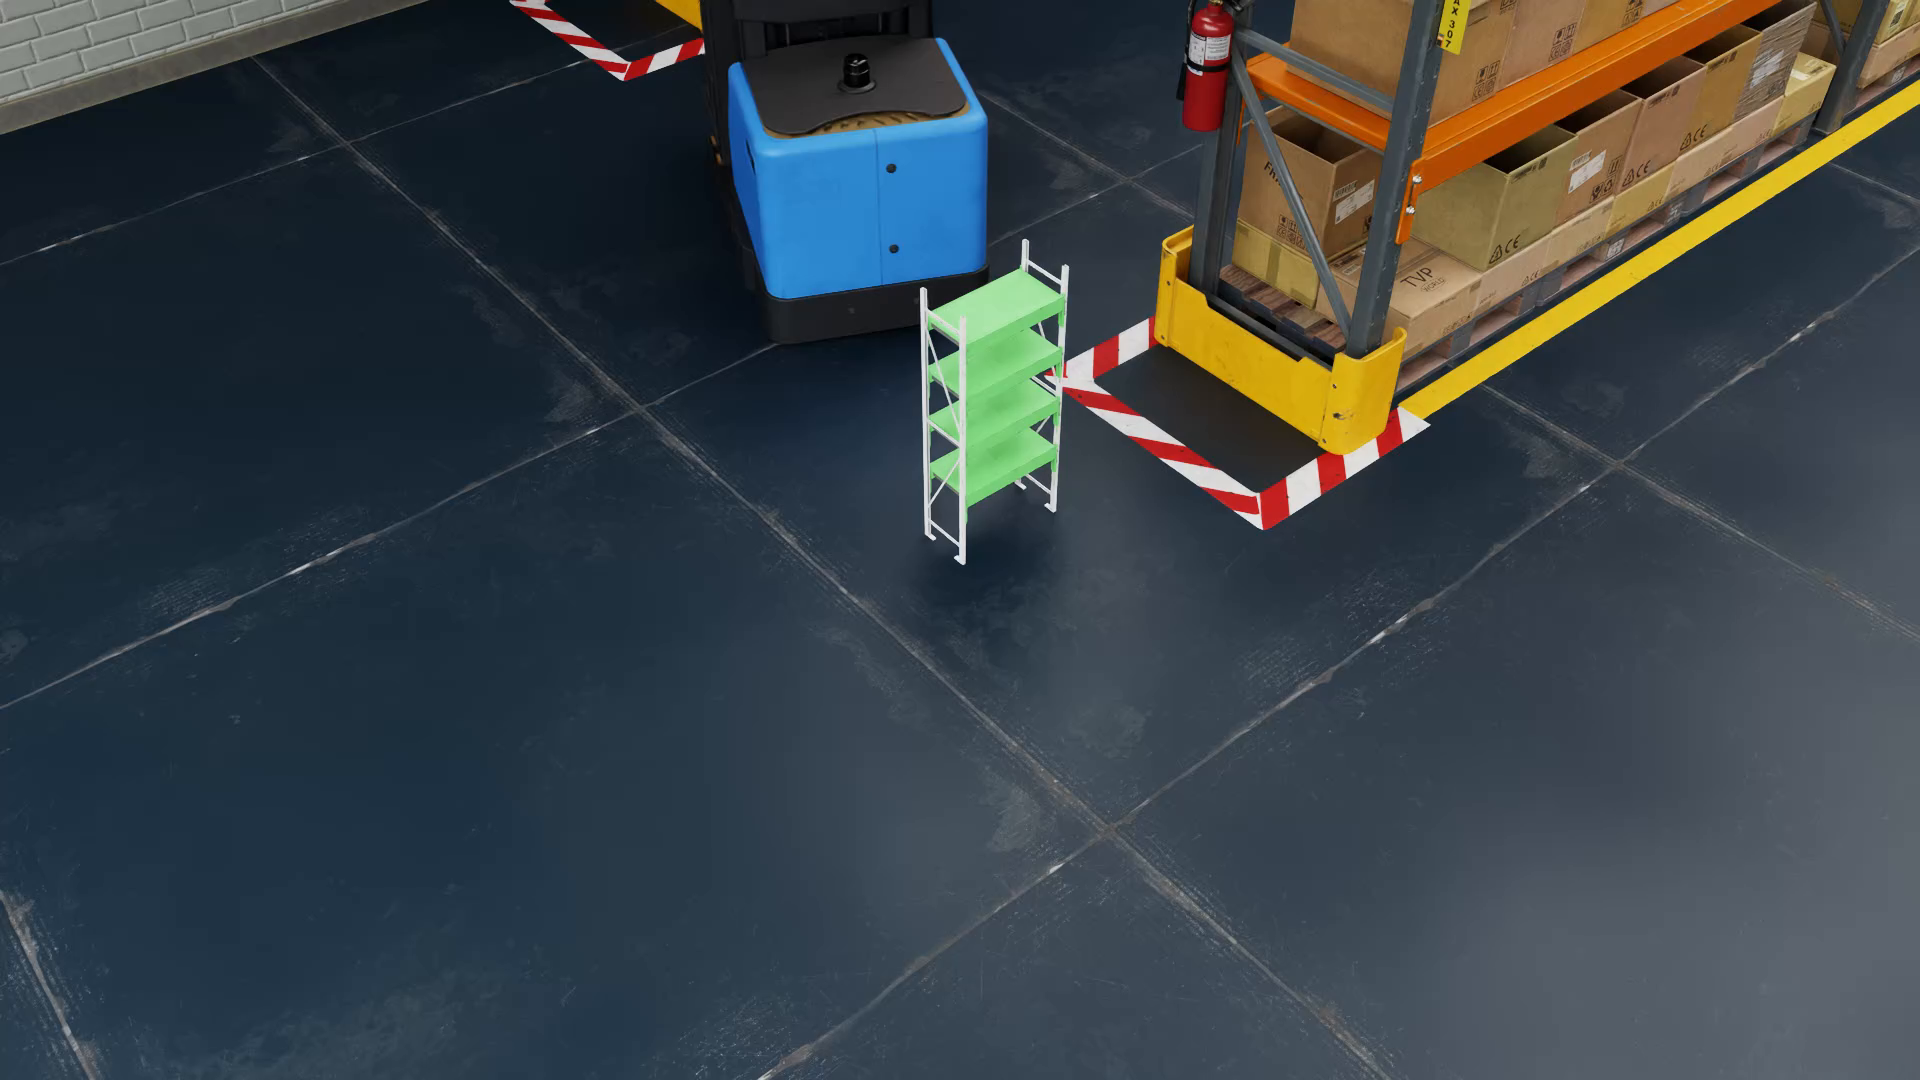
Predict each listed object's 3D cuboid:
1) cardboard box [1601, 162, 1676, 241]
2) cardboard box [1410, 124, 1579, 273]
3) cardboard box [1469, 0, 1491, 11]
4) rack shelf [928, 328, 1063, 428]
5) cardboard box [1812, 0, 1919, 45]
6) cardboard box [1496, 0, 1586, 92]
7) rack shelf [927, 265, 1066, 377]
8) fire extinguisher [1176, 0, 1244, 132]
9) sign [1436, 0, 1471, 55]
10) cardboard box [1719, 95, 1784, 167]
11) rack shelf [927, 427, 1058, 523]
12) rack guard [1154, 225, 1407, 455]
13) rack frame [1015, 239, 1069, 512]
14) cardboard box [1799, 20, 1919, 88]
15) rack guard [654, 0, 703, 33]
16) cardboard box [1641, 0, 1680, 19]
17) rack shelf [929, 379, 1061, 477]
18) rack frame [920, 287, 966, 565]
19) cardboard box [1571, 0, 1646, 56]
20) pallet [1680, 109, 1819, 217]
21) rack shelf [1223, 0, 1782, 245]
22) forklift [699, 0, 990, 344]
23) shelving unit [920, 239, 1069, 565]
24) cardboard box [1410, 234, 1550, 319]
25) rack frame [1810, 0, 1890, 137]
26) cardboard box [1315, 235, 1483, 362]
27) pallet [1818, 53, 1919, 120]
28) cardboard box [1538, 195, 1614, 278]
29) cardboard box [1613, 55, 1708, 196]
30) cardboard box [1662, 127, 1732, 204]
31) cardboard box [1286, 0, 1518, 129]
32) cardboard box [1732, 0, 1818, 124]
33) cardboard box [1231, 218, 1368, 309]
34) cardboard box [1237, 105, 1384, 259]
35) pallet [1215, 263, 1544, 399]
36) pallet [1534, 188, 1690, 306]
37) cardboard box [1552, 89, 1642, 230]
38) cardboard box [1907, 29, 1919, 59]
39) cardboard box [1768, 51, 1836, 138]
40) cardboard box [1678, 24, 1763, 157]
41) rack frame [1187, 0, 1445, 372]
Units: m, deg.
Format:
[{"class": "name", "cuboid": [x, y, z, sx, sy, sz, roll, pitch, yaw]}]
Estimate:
[{"class": "cardboard box", "cuboid": [3.109, -1.759, 8.134, 0.500, 0.250, 0.500, -30, 51, -28]}, {"class": "cardboard box", "cuboid": [2.339, -1.595, 7.412, 0.500, 0.500, 0.500, -30, 51, -28]}, {"class": "cardboard box", "cuboid": [1.842, -2.164, 6.316, 0.250, 0.149, 0.380, -30, 51, -28]}, {"class": "rack shelf", "cuboid": [0.127, -0.638, 6.296, 0.480, 0.148, 0.258, -30, 51, -28]}, {"class": "cardboard box", "cuboid": [4.948, -2.995, 9.040, 0.500, 0.311, 0.500, -30, 51, -28]}, {"class": "cardboard box", "cuboid": [2.169, -2.300, 6.935, 0.500, 0.500, 0.700, -28, 50, -27]}, {"class": "rack shelf", "cuboid": [0.127, -0.813, 6.132, 0.480, 0.148, 0.258, -30, 51, -28]}, {"class": "fire extinguisher", "cuboid": [1.014, -1.996, 6.740, 0.183, 0.674, 0.296, -30, 51, -28]}, {"class": "sign", "cuboid": [1.754, -1.882, 5.873, 0.005, 0.325, 0.100, -30, 51, -28]}, {"class": "cardboard box", "cuboid": [3.866, -2.207, 8.610, 0.500, 0.250, 0.500, -30, 51, -28]}, {"class": "rack shelf", "cuboid": [0.127, -0.289, 6.625, 0.480, 0.148, 0.258, -30, 51, -28]}, {"class": "rack guard", "cuboid": [1.384, -0.910, 7.354, 0.348, 0.500, 1.175, -30, 51, -28]}, {"class": "rack frame", "cuboid": [0.314, -0.617, 6.531, 0.015, 1.200, 0.240, -30, 51, -28]}, {"class": "cardboard box", "cuboid": [4.939, -2.787, 9.228, 0.500, 0.250, 0.500, -31, 51, -29]}, {"class": "rack guard", "cuboid": [-1.720, -3.554, 10.169, 0.348, 0.500, 1.175, -30, 51, -28]}, {"class": "cardboard box", "cuboid": [2.955, -2.748, 7.412, 0.500, 0.500, 0.700, -28, 50, -27]}, {"class": "rack shelf", "cuboid": [0.127, -0.463, 6.460, 0.480, 0.148, 0.258, -30, 51, -28]}, {"class": "rack frame", "cuboid": [-0.060, -0.403, 6.303, 0.015, 1.200, 0.240, -30, 51, -28]}, {"class": "cardboard box", "cuboid": [2.554, -2.515, 7.164, 0.500, 0.500, 0.700, -29, 51, -28]}, {"class": "pallet", "cuboid": [3.834, -2.245, 8.986, 1.213, 0.211, 1.003, -30, 51, -28]}, {"class": "rack shelf", "cuboid": [2.937, -2.448, 7.691, 4.000, 0.370, 1.077, -30, 51, -28]}, {"class": "forklift", "cuboid": [-0.730, -2.988, 7.790, 1.130, 2.935, 3.031, -10, 44, -11]}, {"class": "shelving unit", "cuboid": [0.127, -0.510, 6.417, 0.503, 1.200, 0.258, -30, 51, -28]}, {"class": "cardboard box", "cuboid": [2.338, -1.323, 7.669, 0.500, 0.250, 0.500, -30, 51, -28]}, {"class": "rack frame", "cuboid": [4.471, -3.589, 8.380, 0.127, 3.000, 1.000, -30, 51, -28]}, {"class": "cardboard box", "cuboid": [1.957, -1.101, 7.433, 0.500, 0.250, 0.500, -30, 51, -28]}, {"class": "pallet", "cuboid": [5.011, -2.916, 9.701, 1.213, 0.211, 1.003, -30, 51, -28]}, {"class": "cardboard box", "cuboid": [2.722, -1.542, 7.903, 0.500, 0.250, 0.500, -30, 51, -28]}, {"class": "cardboard box", "cuboid": [3.109, -2.032, 7.877, 0.500, 0.500, 0.500, -30, 51, -28]}, {"class": "cardboard box", "cuboid": [3.492, -1.979, 8.368, 0.500, 0.250, 0.500, -30, 51, -28]}, {"class": "cardboard box", "cuboid": [1.769, -2.067, 6.686, 0.500, 0.500, 0.700, -30, 51, -28]}, {"class": "cardboard box", "cuboid": [3.865, -2.481, 8.355, 0.500, 0.500, 0.500, -30, 51, -28]}, {"class": "cardboard box", "cuboid": [1.625, -1.373, 7.723, 0.500, 0.250, 0.500, -30, 51, -28]}, {"class": "cardboard box", "cuboid": [1.623, -1.648, 7.467, 0.500, 0.500, 0.500, -30, 51, -28]}, {"class": "pallet", "cuboid": [1.963, -1.173, 7.845, 1.213, 0.211, 1.003, -30, 51, -28]}, {"class": "pallet", "cuboid": [2.898, -1.706, 8.413, 1.213, 0.211, 1.003, -30, 51, -28]}, {"class": "cardboard box", "cuboid": [2.715, -1.822, 7.653, 0.500, 0.500, 0.500, -30, 51, -28]}, {"class": "cardboard box", "cuboid": [5.332, -3.010, 9.466, 0.500, 0.250, 0.500, -29, 50, -27]}, {"class": "cardboard box", "cuboid": [4.256, -2.421, 8.839, 0.500, 0.250, 0.500, -30, 51, -28]}, {"class": "cardboard box", "cuboid": [3.484, -2.259, 8.119, 0.500, 0.500, 0.500, -30, 51, -28]}, {"class": "rack frame", "cuboid": [1.403, -1.832, 6.509, 0.127, 3.000, 1.000, -30, 51, -28]}]
